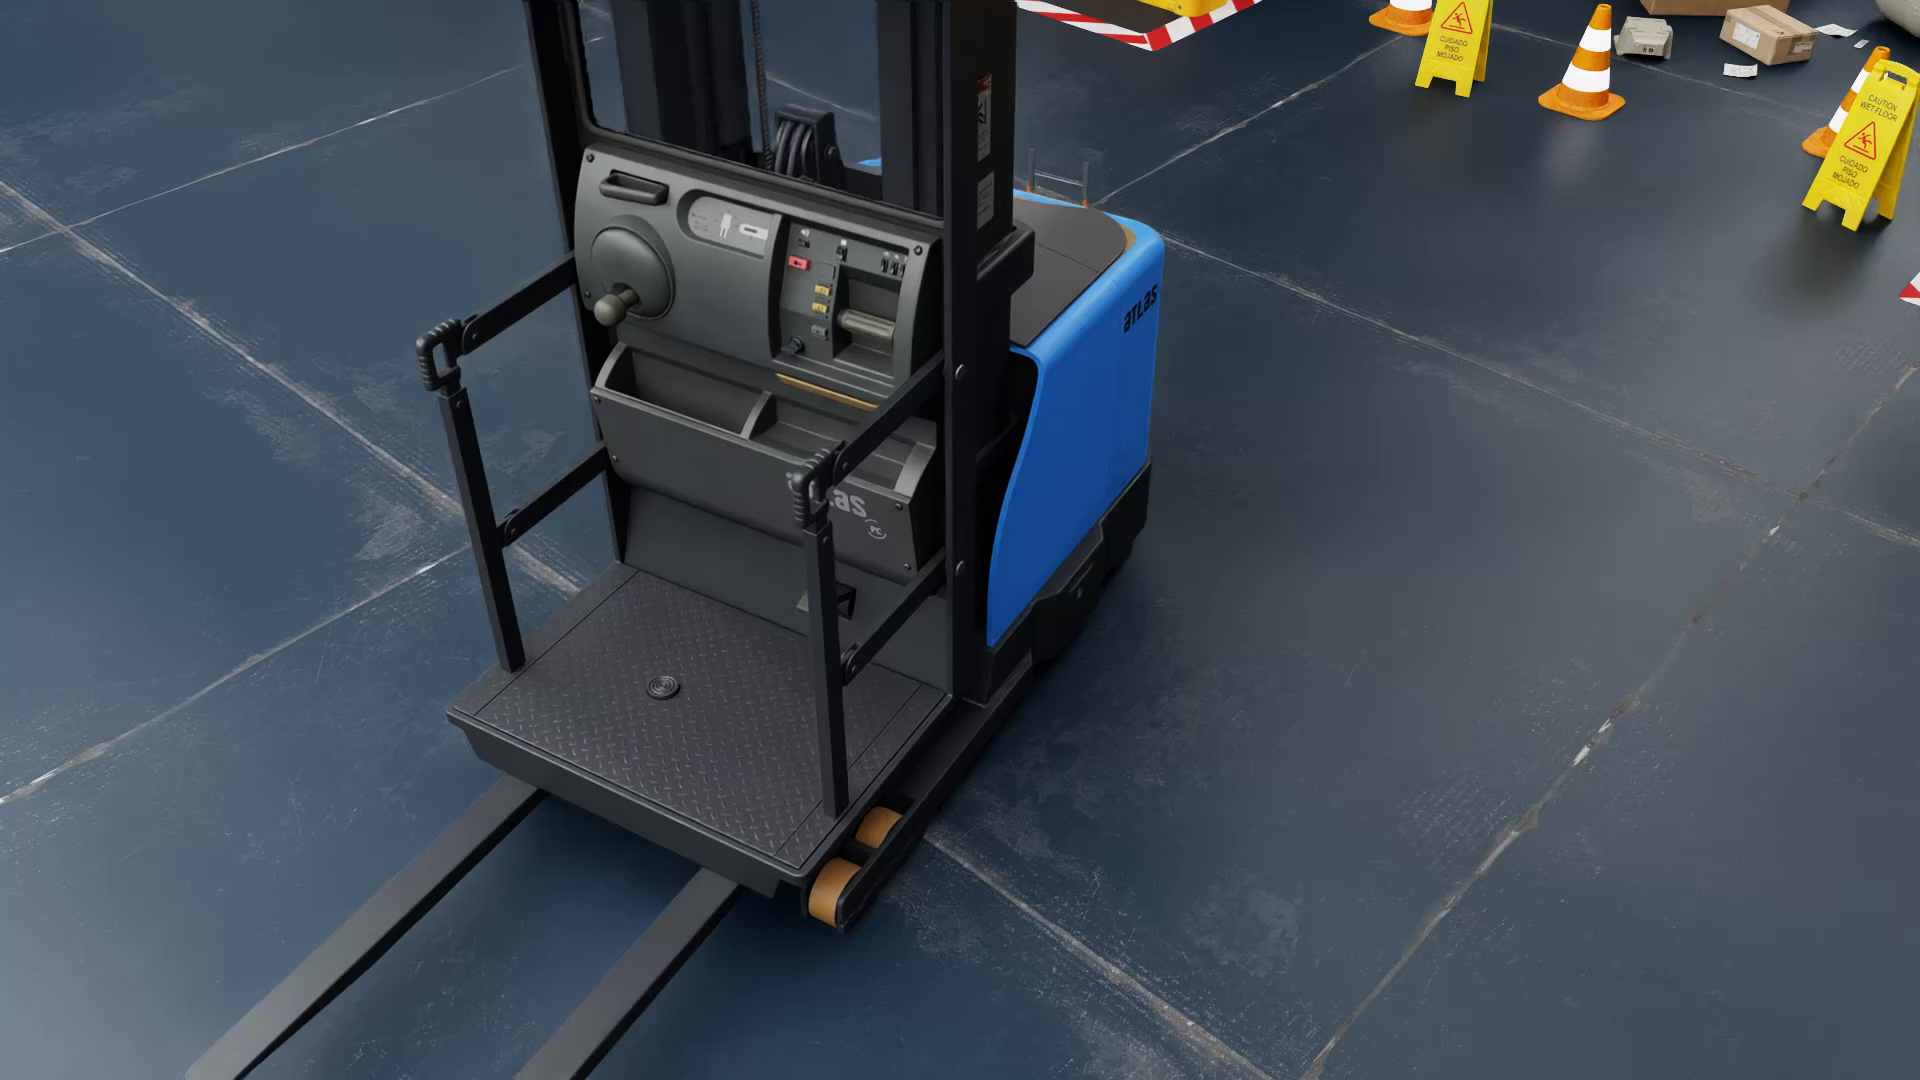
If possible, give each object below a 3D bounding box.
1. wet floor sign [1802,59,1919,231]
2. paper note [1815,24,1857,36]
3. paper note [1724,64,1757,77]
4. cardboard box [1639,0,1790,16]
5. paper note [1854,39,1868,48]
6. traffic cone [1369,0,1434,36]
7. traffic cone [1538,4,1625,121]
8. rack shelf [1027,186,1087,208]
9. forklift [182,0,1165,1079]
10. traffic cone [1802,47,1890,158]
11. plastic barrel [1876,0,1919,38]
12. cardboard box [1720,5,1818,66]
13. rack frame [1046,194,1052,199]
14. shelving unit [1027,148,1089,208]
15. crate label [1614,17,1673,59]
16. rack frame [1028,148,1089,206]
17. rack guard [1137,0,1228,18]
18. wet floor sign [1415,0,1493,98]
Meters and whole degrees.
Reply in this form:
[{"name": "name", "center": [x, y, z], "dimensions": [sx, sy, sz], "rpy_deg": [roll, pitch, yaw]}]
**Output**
[{"name": "wet floor sign", "center": [3.724, -1.628, 6.779], "dimensions": [0.232, 0.644, 0.267], "rpy_deg": [-18, 42, -21]}, {"name": "paper note", "center": [4.494, -2.619, 8.528], "dimensions": [0.142, 0.019, 0.148], "rpy_deg": [-18, 42, -21]}, {"name": "paper note", "center": [3.810, -2.296, 8.113], "dimensions": [0.148, 0.019, 0.142], "rpy_deg": [14, 41, 17]}, {"name": "cardboard box", "center": [3.958, -3.081, 8.720], "dimensions": [0.797, 0.503, 0.637], "rpy_deg": [2, 39, 2]}, {"name": "paper note", "center": [4.549, -2.504, 8.391], "dimensions": [0.032, 0.001, 0.123], "rpy_deg": [30, 47, 32]}, {"name": "traffic cone", "center": [2.326, -2.875, 8.494], "dimensions": [0.336, 0.463, 0.334], "rpy_deg": [30, 47, 32]}, {"name": "traffic cone", "center": [2.931, -2.244, 7.700], "dimensions": [0.336, 0.463, 0.334], "rpy_deg": [30, 47, 32]}, {"name": "rack shelf", "center": [0.239, -0.896, 5.095], "dimensions": [0.215, 0.259, 0.240], "rpy_deg": [20, 43, 23]}, {"name": "forklift", "center": [-0.585, -0.533, 3.565], "dimensions": [1.130, 2.935, 3.031], "rpy_deg": [20, 43, 23]}, {"name": "traffic cone", "center": [3.980, -1.934, 7.311], "dimensions": [0.336, 0.463, 0.334], "rpy_deg": [30, 47, 32]}, {"name": "plastic barrel", "center": [4.918, -2.764, 8.386], "dimensions": [0.421, 0.421, 0.512], "rpy_deg": [-5, 39, -6]}, {"name": "cardboard box", "center": [4.035, -2.522, 8.302], "dimensions": [0.250, 0.149, 0.380], "rpy_deg": [-11, 40, -14]}, {"name": "rack frame", "center": [0.178, -0.617, 5.182], "dimensions": [0.200, 1.050, 0.008], "rpy_deg": [20, 43, 23]}, {"name": "shelving unit", "center": [0.239, -0.683, 5.265], "dimensions": [0.215, 1.050, 0.252], "rpy_deg": [20, 43, 23]}, {"name": "crate label", "center": [3.416, -2.504, 8.289], "dimensions": [0.250, 0.136, 0.298], "rpy_deg": [8, 39, 10]}, {"name": "rack frame", "center": [0.300, -0.748, 5.348], "dimensions": [0.200, 1.050, 0.008], "rpy_deg": [20, 43, 23]}, {"name": "rack guard", "center": [0.904, -3.231, 8.911], "dimensions": [1.175, 0.500, 0.348], "rpy_deg": [30, 47, 32]}, {"name": "wet floor sign", "center": [2.362, -2.454, 7.817], "dimensions": [0.267, 0.644, 0.232], "rpy_deg": [22, 43, 25]}]
